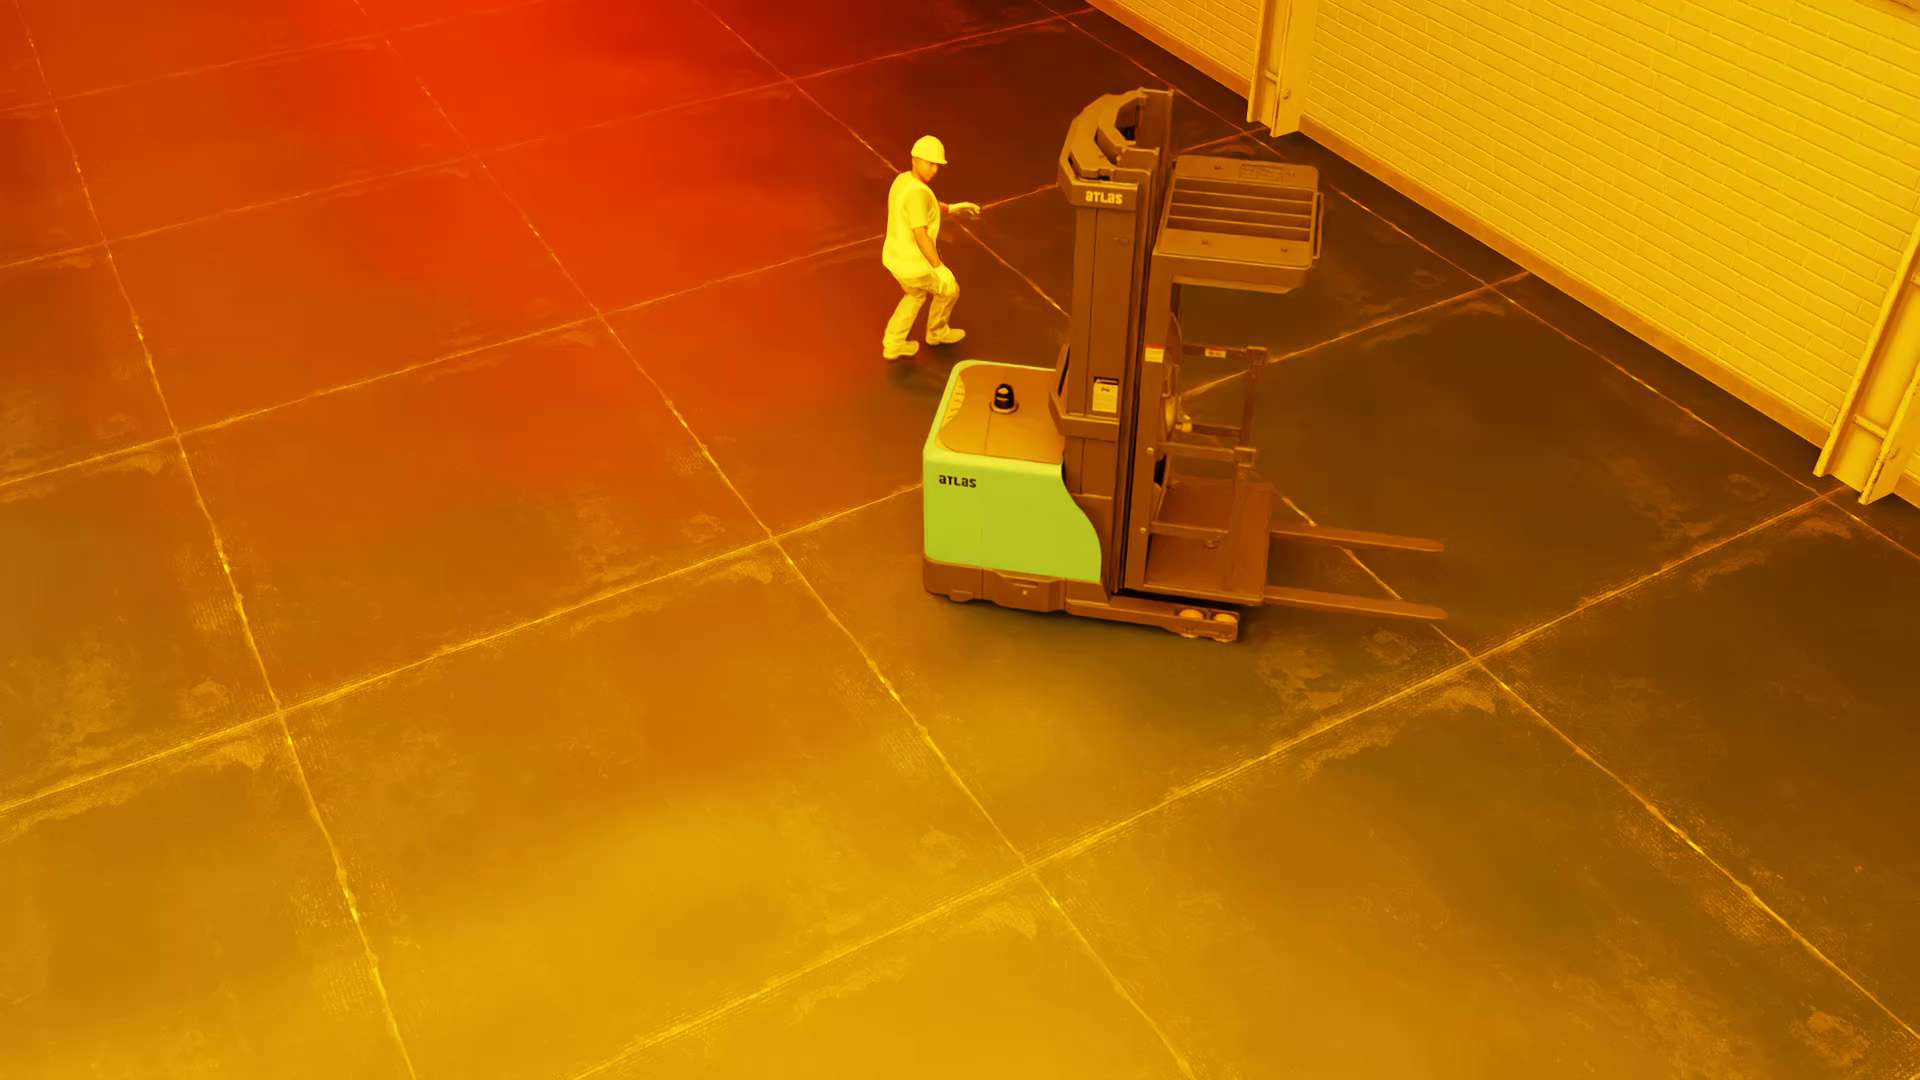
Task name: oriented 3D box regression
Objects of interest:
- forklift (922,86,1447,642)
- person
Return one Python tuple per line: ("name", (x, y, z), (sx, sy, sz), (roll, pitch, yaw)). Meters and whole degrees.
("forklift", (1.347, -0.908, 9.131), (3.031, 2.935, 1.130), (7, 40, 9))
("person", (-0.142, -1.948, 11.416), (0.863, 1.631, 0.905), (-21, 44, -23))
